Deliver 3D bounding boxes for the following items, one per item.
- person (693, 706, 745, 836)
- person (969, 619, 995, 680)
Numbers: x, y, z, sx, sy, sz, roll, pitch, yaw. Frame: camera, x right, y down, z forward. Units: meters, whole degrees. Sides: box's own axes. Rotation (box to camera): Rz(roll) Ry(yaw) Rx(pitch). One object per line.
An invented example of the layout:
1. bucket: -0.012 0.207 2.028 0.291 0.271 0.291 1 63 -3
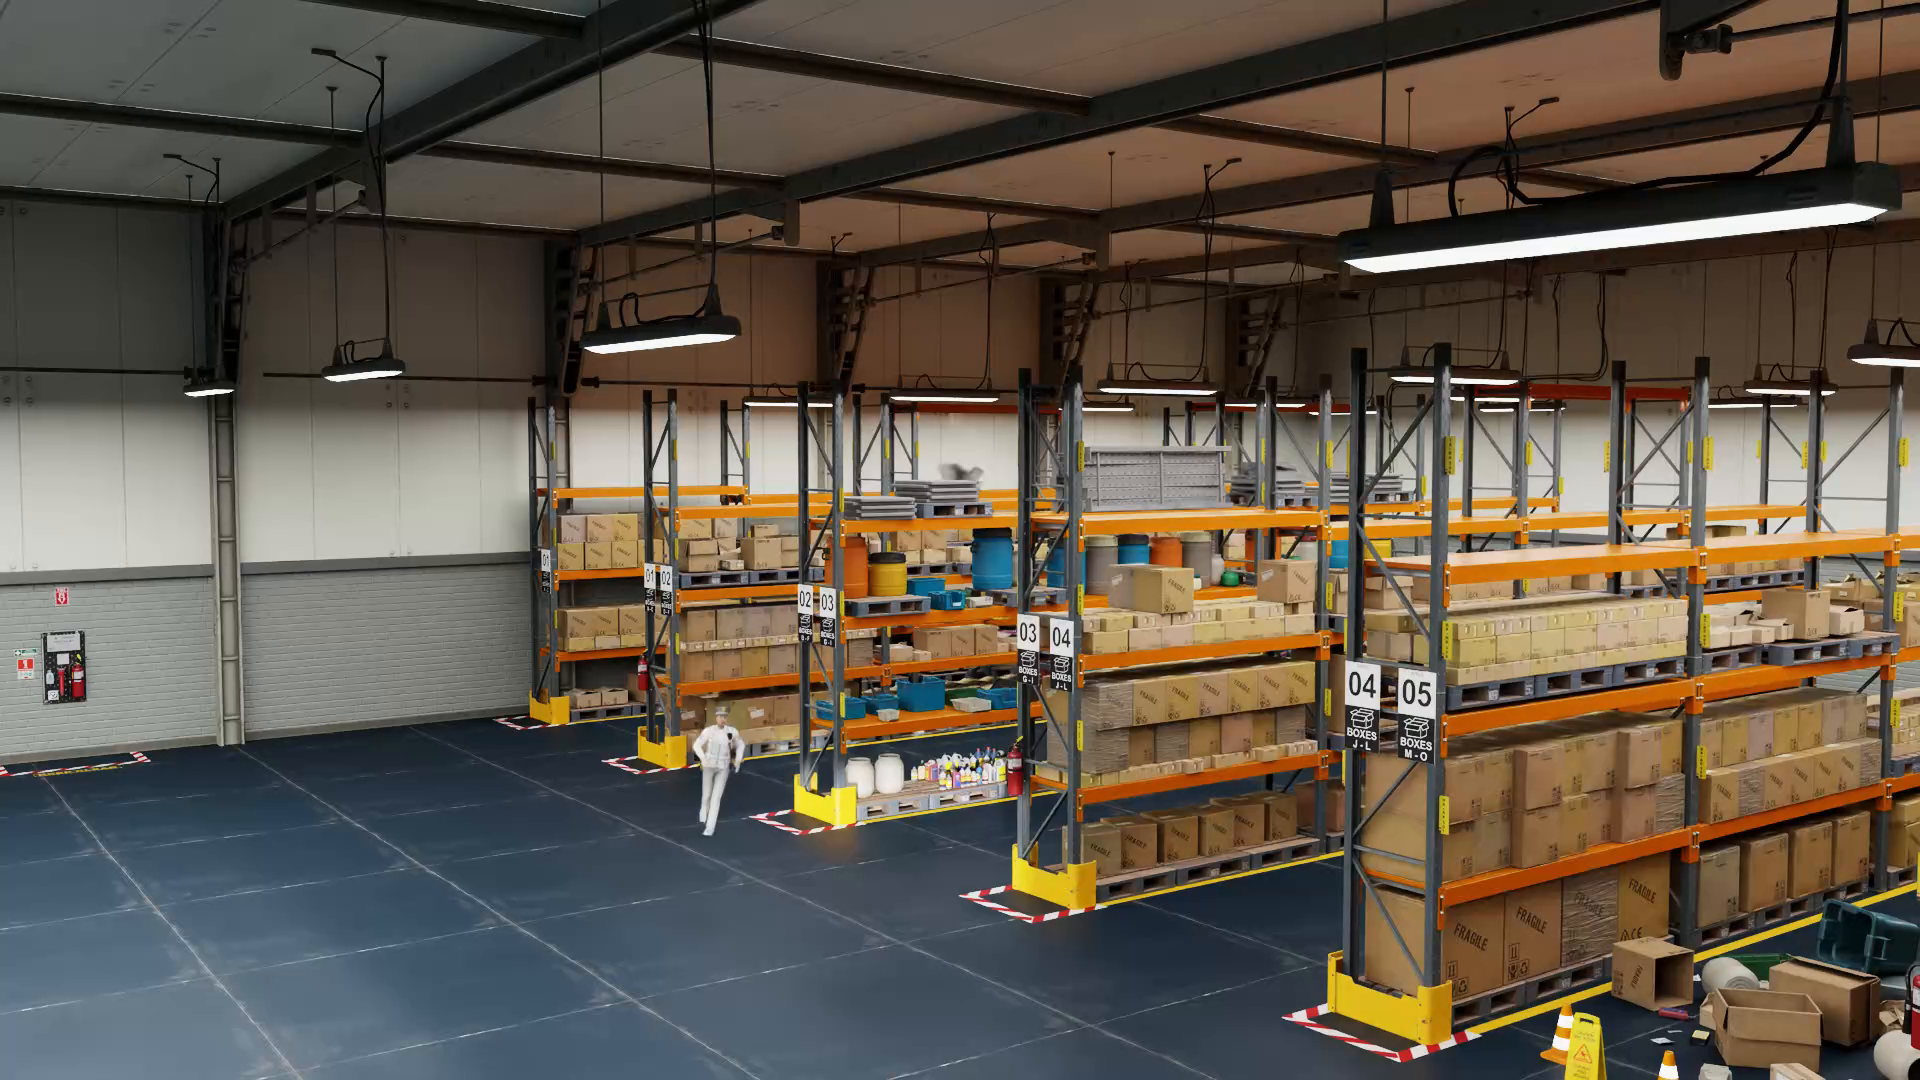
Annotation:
1. person: -3.195 3.014 22.037 0.672 1.648 0.932 0 3 -6
2. person: 0.453 2.319 33.050 0.678 1.819 0.830 3 5 42
